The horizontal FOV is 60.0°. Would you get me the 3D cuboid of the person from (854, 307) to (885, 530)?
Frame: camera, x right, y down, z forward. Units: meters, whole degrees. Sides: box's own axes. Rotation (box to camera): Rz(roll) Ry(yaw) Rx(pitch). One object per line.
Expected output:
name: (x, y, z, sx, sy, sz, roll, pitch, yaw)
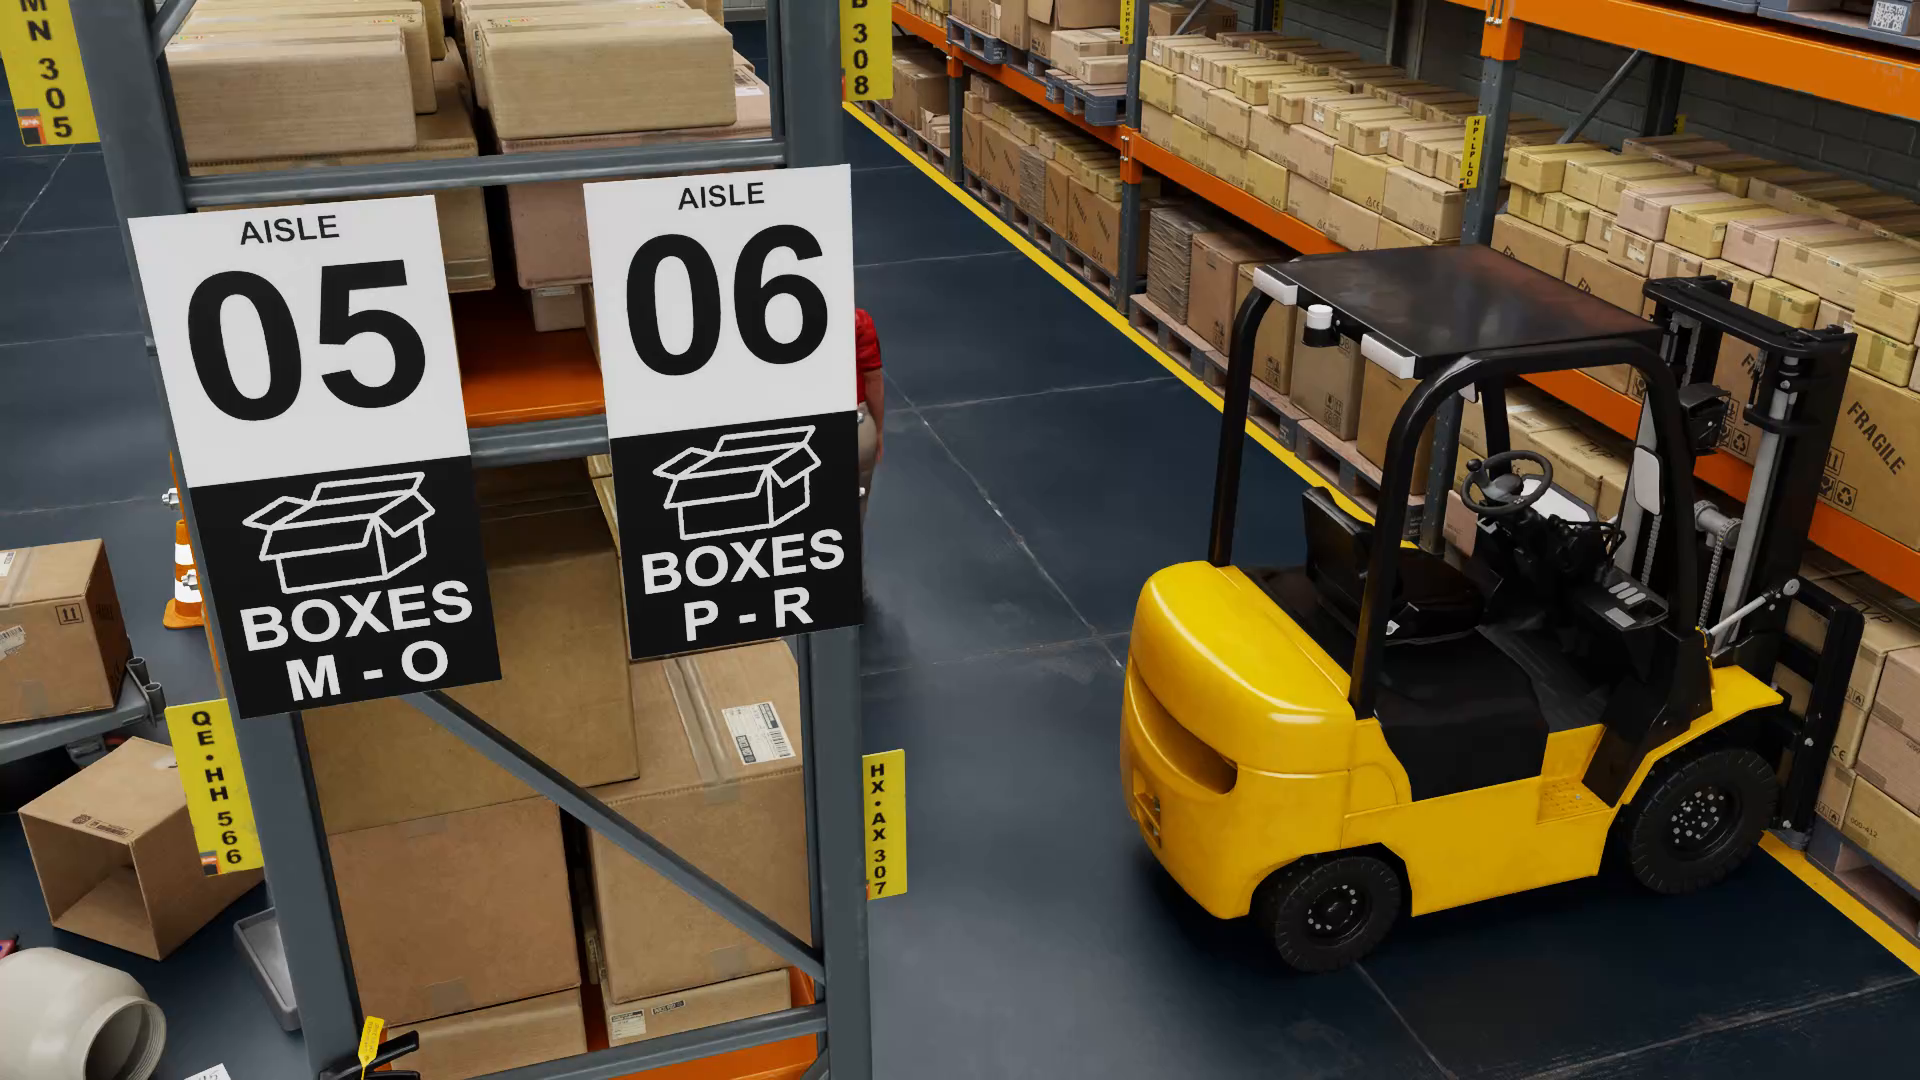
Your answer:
person: (-0.651, -0.502, 7.653, 0.542, 1.688, 0.950, -10, 28, -19)
